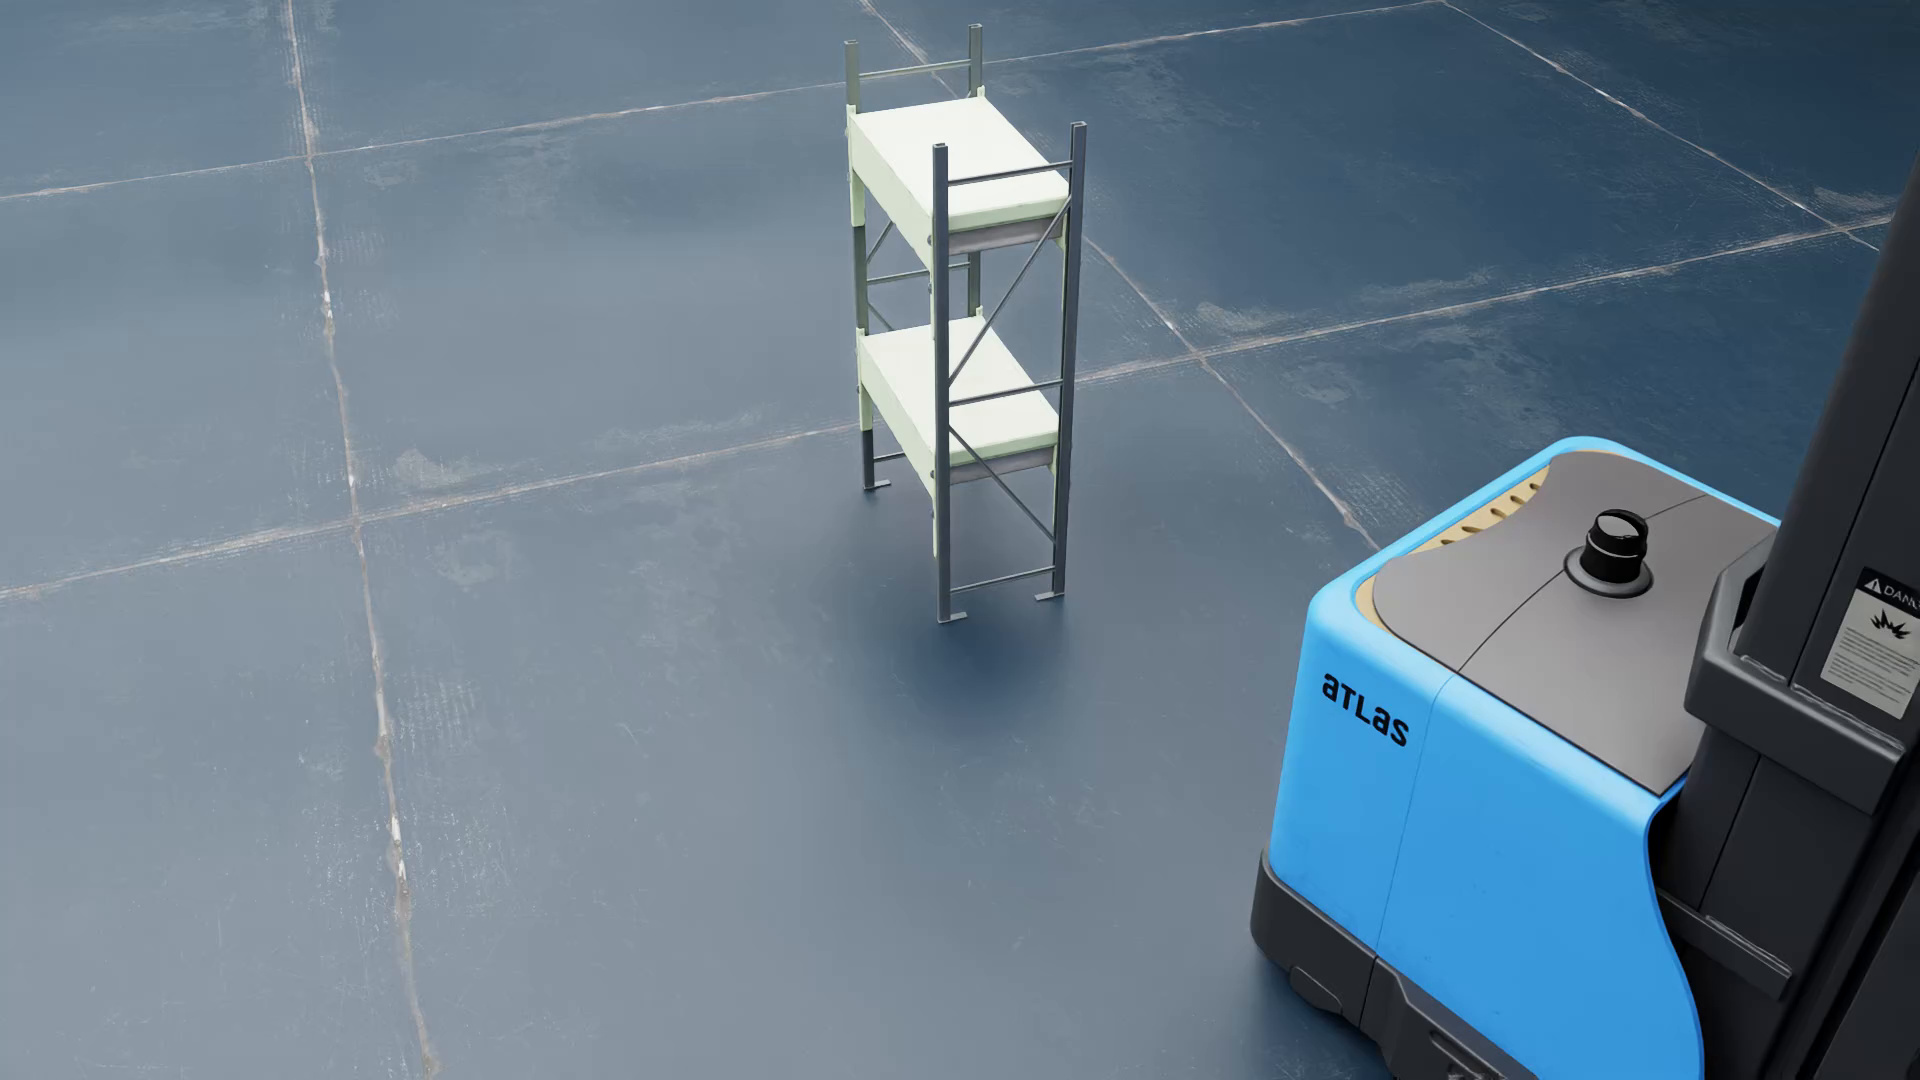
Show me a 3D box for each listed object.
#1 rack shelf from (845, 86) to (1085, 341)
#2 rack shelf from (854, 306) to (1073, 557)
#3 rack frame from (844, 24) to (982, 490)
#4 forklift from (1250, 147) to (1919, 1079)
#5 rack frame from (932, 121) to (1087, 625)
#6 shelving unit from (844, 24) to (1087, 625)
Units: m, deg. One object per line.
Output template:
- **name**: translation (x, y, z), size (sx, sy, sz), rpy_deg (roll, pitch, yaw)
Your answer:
- **rack shelf**: translation (-0.002, -0.915, 4.569), size (0.431, 0.370, 0.720), rpy_deg (-12, 39, -16)
- **rack shelf**: translation (-0.002, -0.342, 5.000), size (0.431, 0.370, 0.720), rpy_deg (-12, 39, -16)
- **rack frame**: translation (-0.128, -0.810, 5.078), size (0.400, 1.500, 0.023), rpy_deg (-12, 39, -16)
- **forklift**: translation (2.019, 0.288, 2.431), size (1.130, 2.935, 3.031), rpy_deg (-27, 45, -31)
- **rack frame**: translation (0.124, -0.396, 4.529), size (0.400, 1.500, 0.023), rpy_deg (-12, 39, -16)
- **shelving unit**: translation (-0.002, -0.603, 4.804), size (0.431, 1.500, 0.755), rpy_deg (-12, 39, -16)
